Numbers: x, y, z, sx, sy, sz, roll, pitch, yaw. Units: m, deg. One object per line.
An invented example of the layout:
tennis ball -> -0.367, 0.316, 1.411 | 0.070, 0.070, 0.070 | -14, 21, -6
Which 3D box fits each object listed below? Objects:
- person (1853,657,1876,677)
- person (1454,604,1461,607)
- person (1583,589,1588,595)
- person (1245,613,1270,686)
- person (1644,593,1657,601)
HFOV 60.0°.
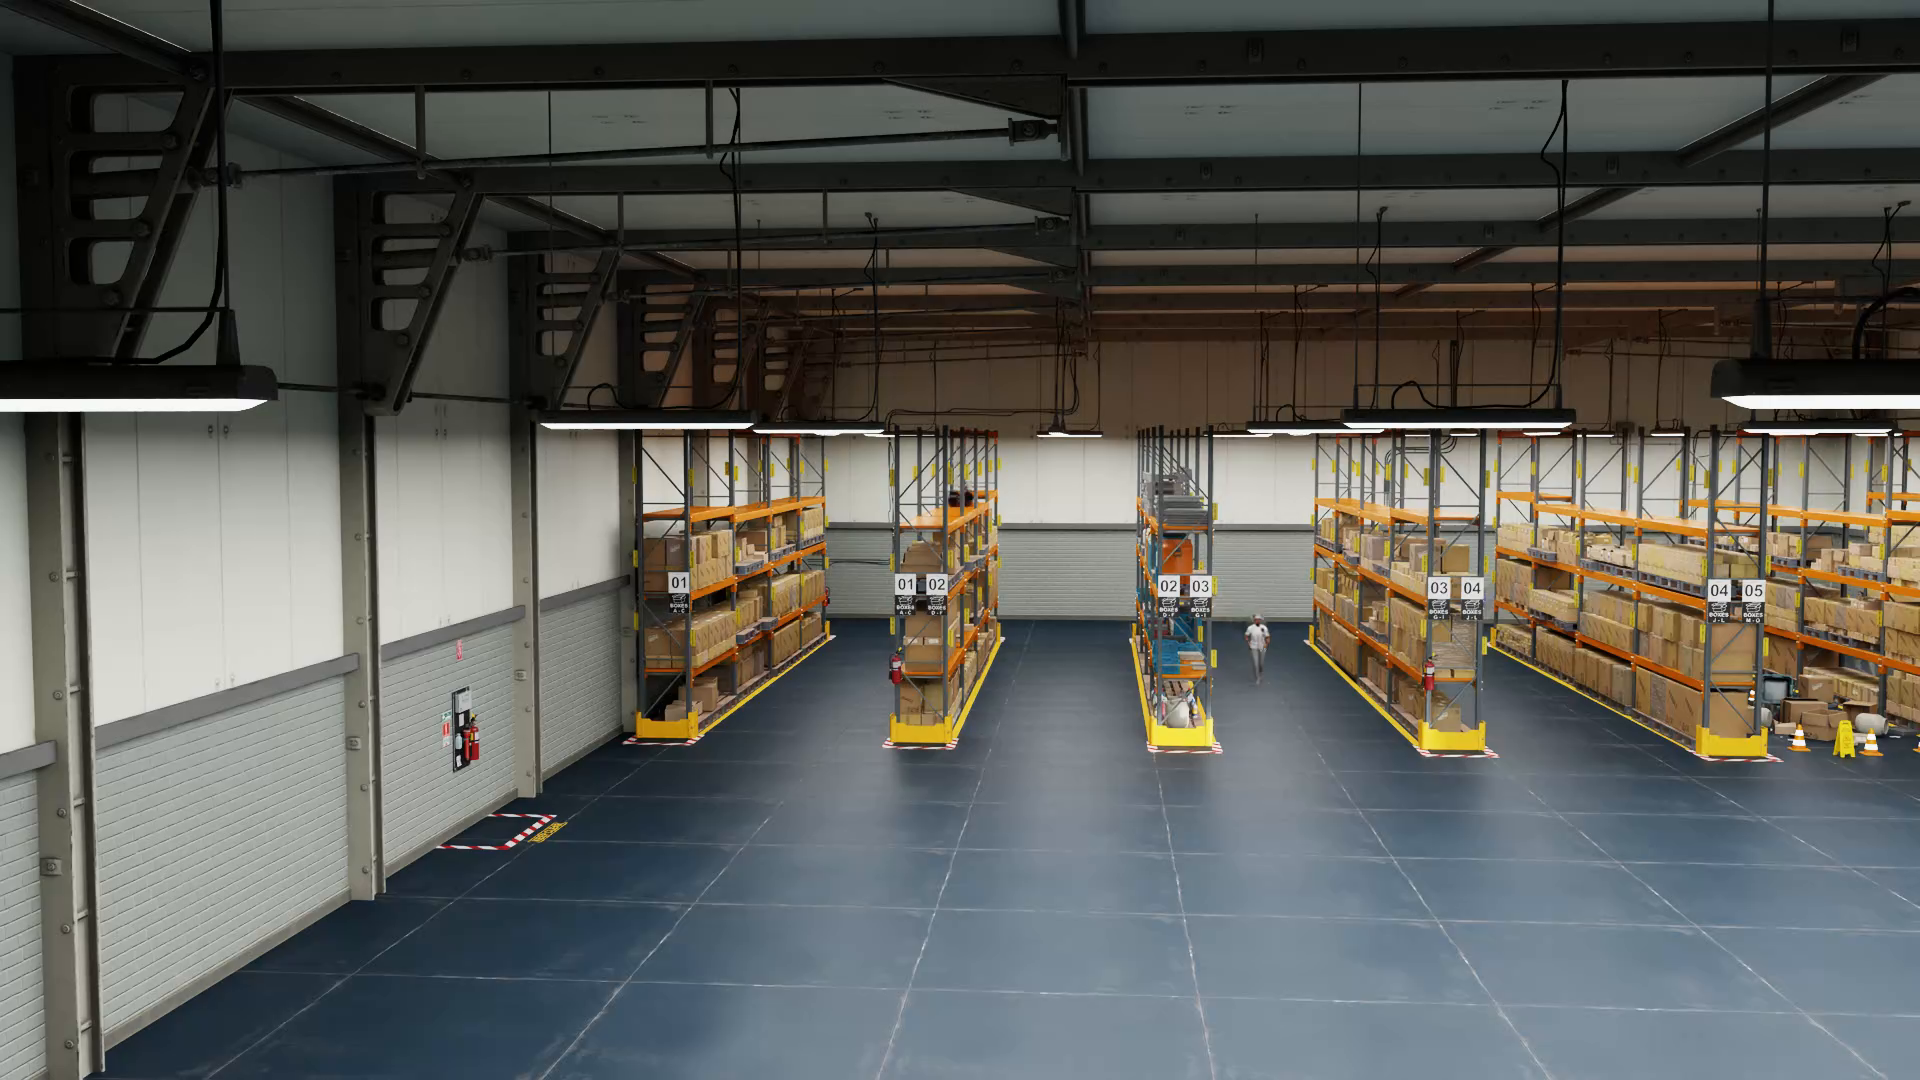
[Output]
person -> 21.302, 2.483, 39.120 | 0.677, 1.821, 0.738 | 0, 3, 2
person -> 13.756, 2.138, 46.990 | 0.483, 1.590, 0.850 | -2, 4, -28
person -> 16.916, 2.166, 45.214 | 0.601, 1.674, 0.700 | 0, 3, 3
person -> 6.978, 2.555, 39.023 | 0.590, 1.671, 0.743 | 0, 3, 4
person -> 19.611, 2.007, 47.122 | 0.767, 1.769, 0.680 | 1, 4, 13
